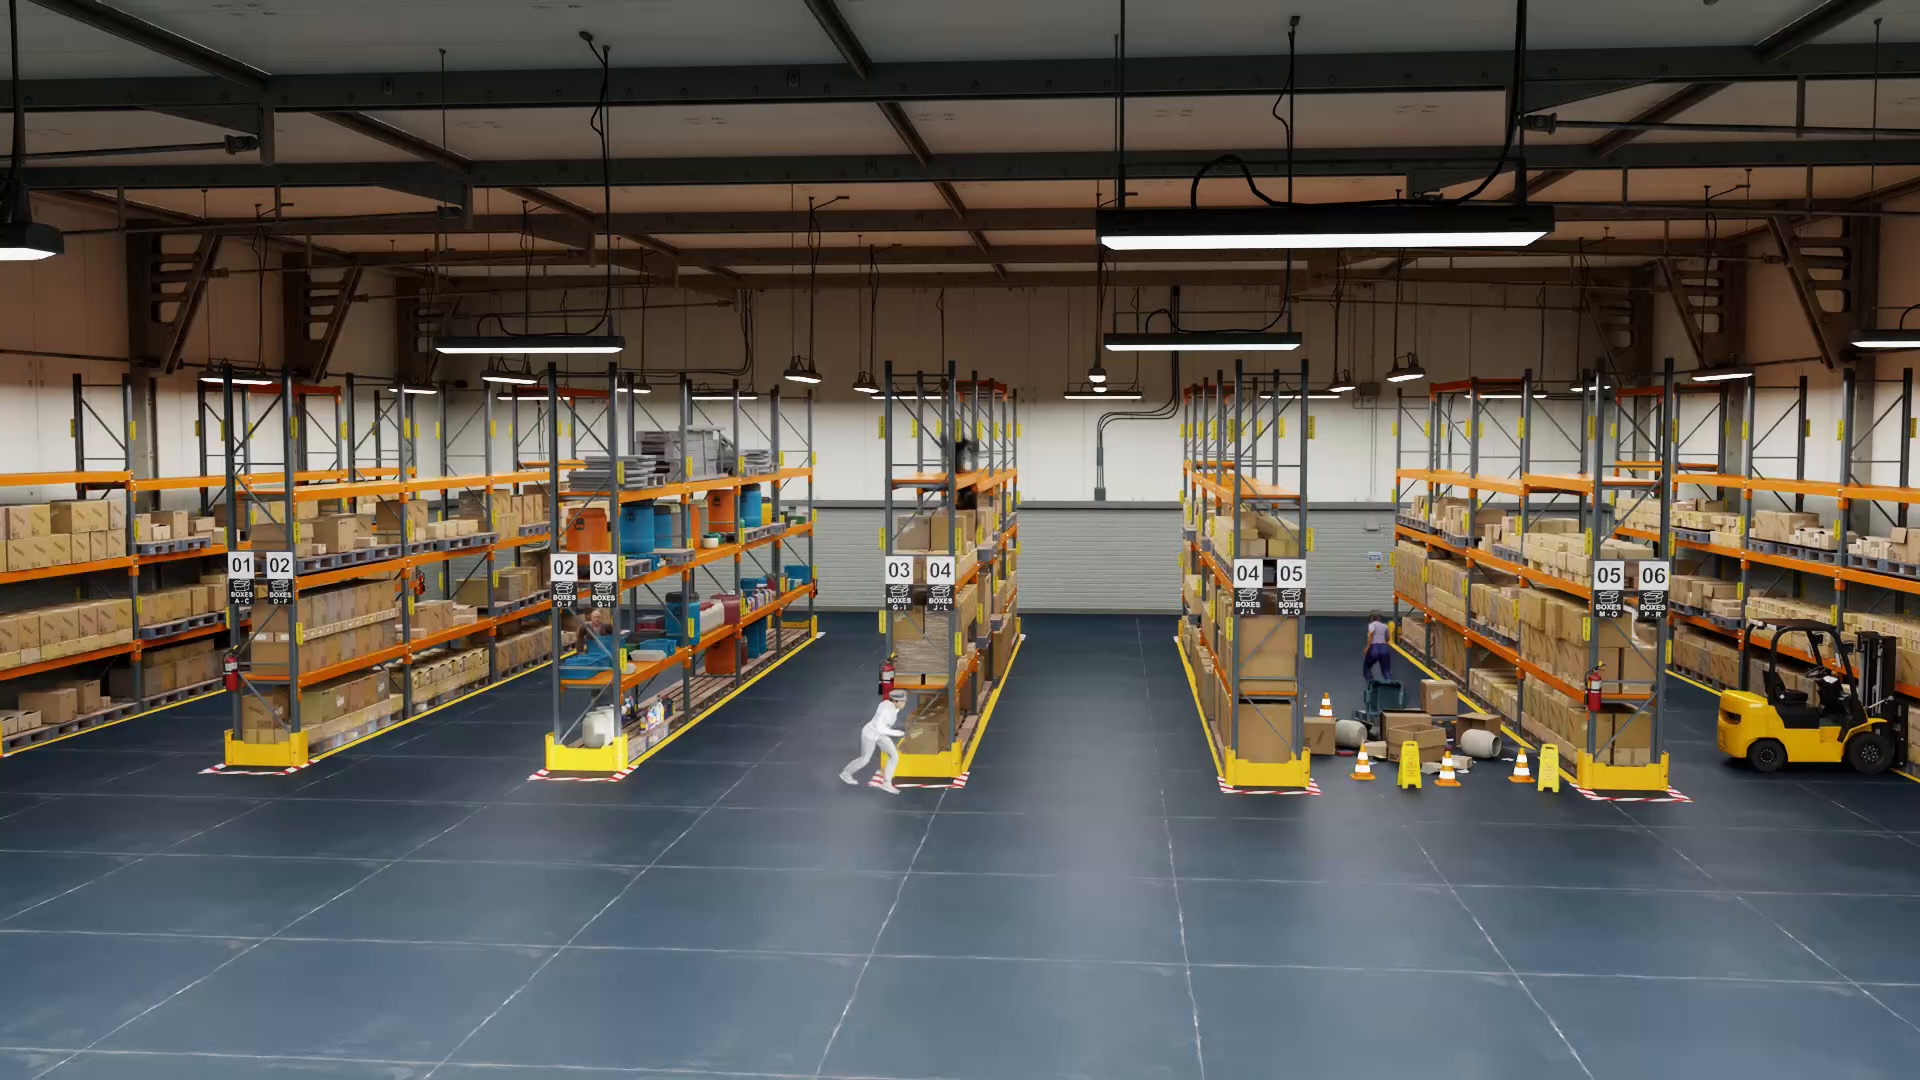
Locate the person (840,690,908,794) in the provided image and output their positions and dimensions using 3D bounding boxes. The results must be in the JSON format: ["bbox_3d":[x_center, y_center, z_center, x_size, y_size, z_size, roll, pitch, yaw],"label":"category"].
[{"bbox_3d":[-1.222,2.779,23.026,1.092,1.471,0.593,2,4,23],"label":"person"}]

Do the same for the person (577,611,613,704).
[{"bbox_3d":[-6.702,2.137,30.659,0.719,1.712,0.705,-1,4,-10],"label":"person"}]

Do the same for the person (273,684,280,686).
[{"bbox_3d":[-11.600,2.347,28.410,0.686,1.591,0.849,-1,4,-10],"label":"person"}]

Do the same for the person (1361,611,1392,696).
[{"bbox_3d":[7.838,2.167,31.164,0.601,1.608,0.947,-1,4,-10],"label":"person"}]

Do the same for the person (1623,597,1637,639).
[{"bbox_3d":[13.188,1.969,32.970,0.700,1.756,1.061,-1,4,-13],"label":"person"}]
